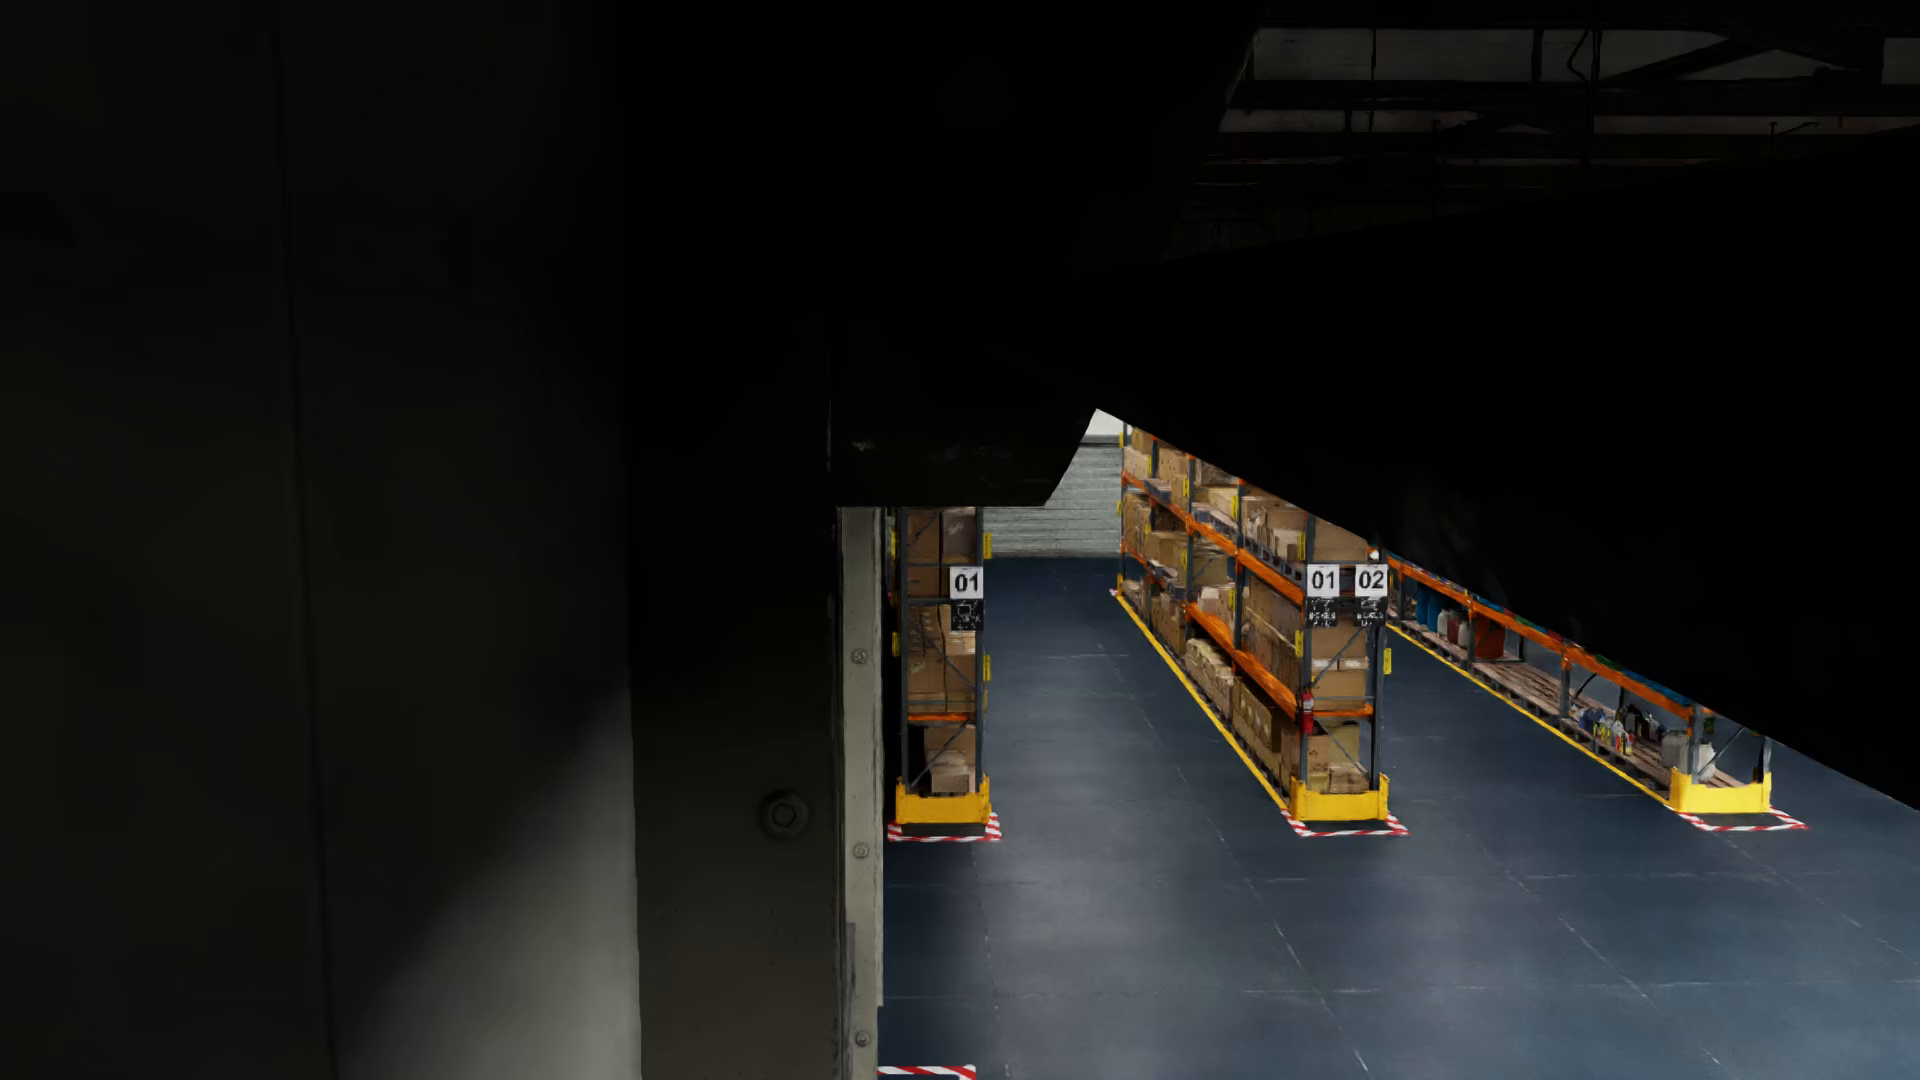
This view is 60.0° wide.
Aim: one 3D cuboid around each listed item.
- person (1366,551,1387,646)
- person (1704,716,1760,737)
[{"bbox_3d":[7.715,1.077,31.169,0.629,1.760,0.787,3,8,17],"label":"person"},{"bbox_3d":[11.460,2.038,24.501,0.675,1.720,0.842,-3,8,-19],"label":"person"}]
